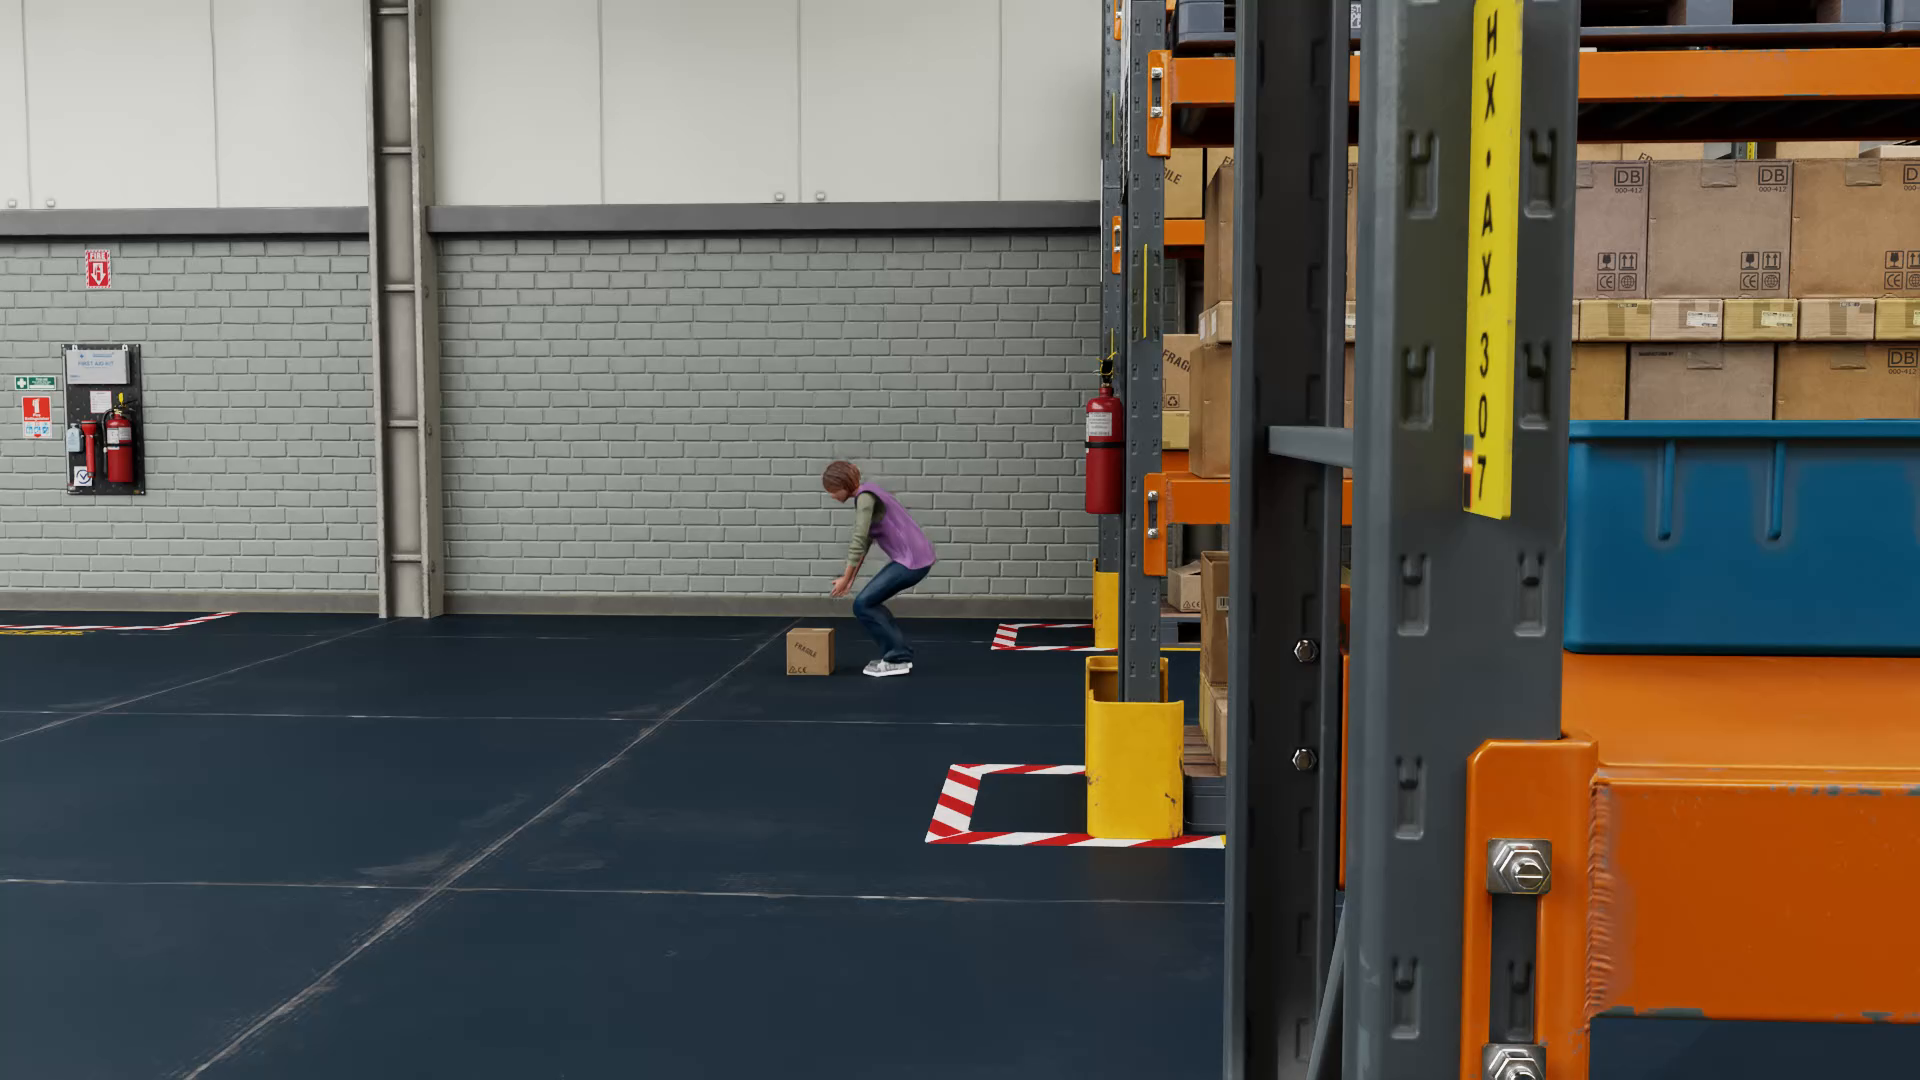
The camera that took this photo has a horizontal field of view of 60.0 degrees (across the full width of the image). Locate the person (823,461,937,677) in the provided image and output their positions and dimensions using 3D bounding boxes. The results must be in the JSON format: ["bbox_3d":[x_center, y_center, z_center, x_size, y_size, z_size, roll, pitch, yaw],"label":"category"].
[{"bbox_3d":[-0.476,0.175,9.854,0.673,1.255,0.463,0,4,4],"label":"person"}]
